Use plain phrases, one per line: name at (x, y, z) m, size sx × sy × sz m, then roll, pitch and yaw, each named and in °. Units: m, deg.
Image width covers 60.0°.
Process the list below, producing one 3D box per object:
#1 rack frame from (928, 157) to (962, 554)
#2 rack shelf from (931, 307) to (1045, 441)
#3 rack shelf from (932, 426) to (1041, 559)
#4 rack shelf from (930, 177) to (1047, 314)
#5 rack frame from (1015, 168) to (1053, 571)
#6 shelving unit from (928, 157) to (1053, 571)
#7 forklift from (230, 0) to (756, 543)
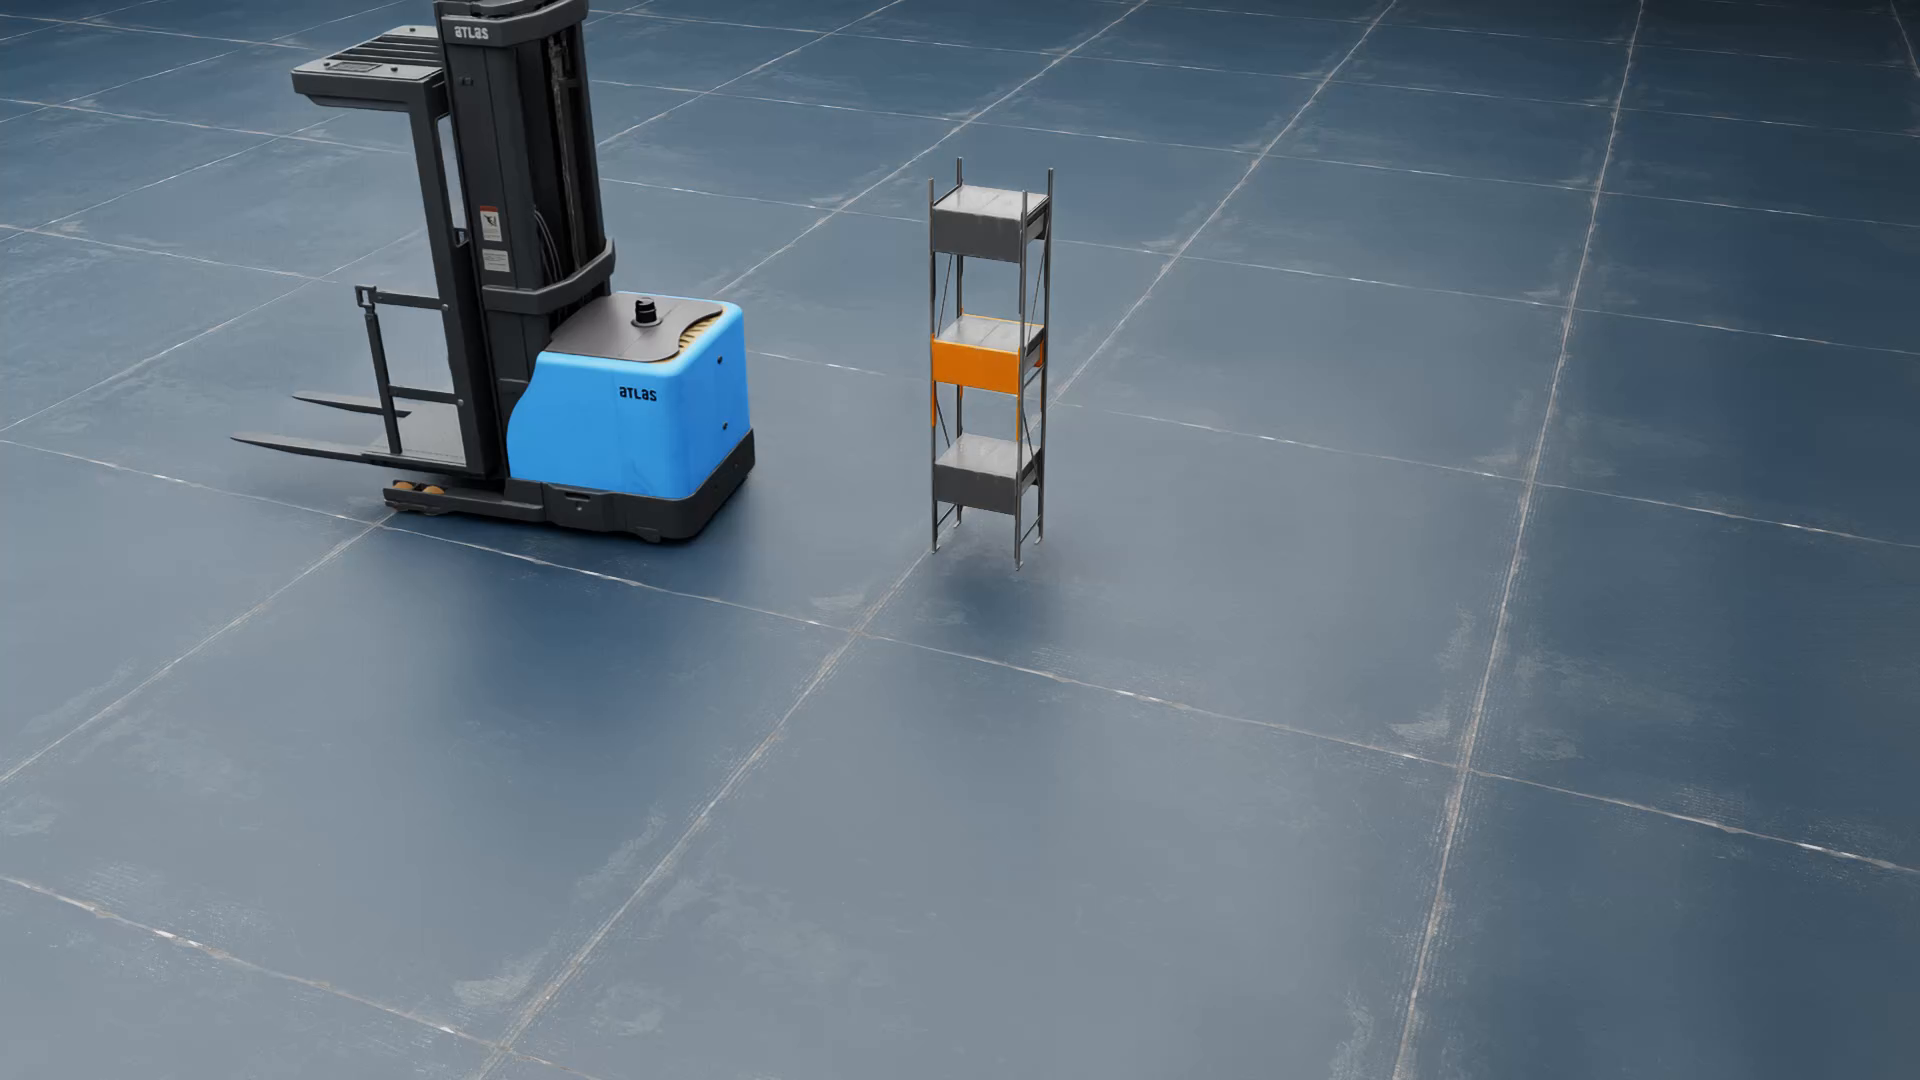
rack frame at (-0.073, -0.929, 8.759) m, size 0.015 × 2.100 × 0.400 m, roll 11°, pitch 31°, yaw 19°
rack shelf at (0.153, -0.872, 8.686) m, size 0.480 × 0.518 × 0.431 m, roll 11°, pitch 31°, yaw 19°
rack shelf at (0.153, -0.262, 9.030) m, size 0.480 × 0.518 × 0.431 m, roll 11°, pitch 31°, yaw 19°
rack shelf at (0.153, -1.481, 8.341) m, size 0.480 × 0.518 × 0.431 m, roll 11°, pitch 31°, yaw 19°
rack frame at (0.379, -0.838, 8.599) m, size 0.015 × 2.100 × 0.400 m, roll 11°, pitch 31°, yaw 19°
shelving unit at (0.153, -0.883, 8.679) m, size 0.503 × 2.100 × 0.431 m, roll 11°, pitch 31°, yaw 19°
forklift at (-2.794, -1.654, 9.197) m, size 3.031 × 2.935 × 1.130 m, roll 8°, pitch 30°, yaw 13°
